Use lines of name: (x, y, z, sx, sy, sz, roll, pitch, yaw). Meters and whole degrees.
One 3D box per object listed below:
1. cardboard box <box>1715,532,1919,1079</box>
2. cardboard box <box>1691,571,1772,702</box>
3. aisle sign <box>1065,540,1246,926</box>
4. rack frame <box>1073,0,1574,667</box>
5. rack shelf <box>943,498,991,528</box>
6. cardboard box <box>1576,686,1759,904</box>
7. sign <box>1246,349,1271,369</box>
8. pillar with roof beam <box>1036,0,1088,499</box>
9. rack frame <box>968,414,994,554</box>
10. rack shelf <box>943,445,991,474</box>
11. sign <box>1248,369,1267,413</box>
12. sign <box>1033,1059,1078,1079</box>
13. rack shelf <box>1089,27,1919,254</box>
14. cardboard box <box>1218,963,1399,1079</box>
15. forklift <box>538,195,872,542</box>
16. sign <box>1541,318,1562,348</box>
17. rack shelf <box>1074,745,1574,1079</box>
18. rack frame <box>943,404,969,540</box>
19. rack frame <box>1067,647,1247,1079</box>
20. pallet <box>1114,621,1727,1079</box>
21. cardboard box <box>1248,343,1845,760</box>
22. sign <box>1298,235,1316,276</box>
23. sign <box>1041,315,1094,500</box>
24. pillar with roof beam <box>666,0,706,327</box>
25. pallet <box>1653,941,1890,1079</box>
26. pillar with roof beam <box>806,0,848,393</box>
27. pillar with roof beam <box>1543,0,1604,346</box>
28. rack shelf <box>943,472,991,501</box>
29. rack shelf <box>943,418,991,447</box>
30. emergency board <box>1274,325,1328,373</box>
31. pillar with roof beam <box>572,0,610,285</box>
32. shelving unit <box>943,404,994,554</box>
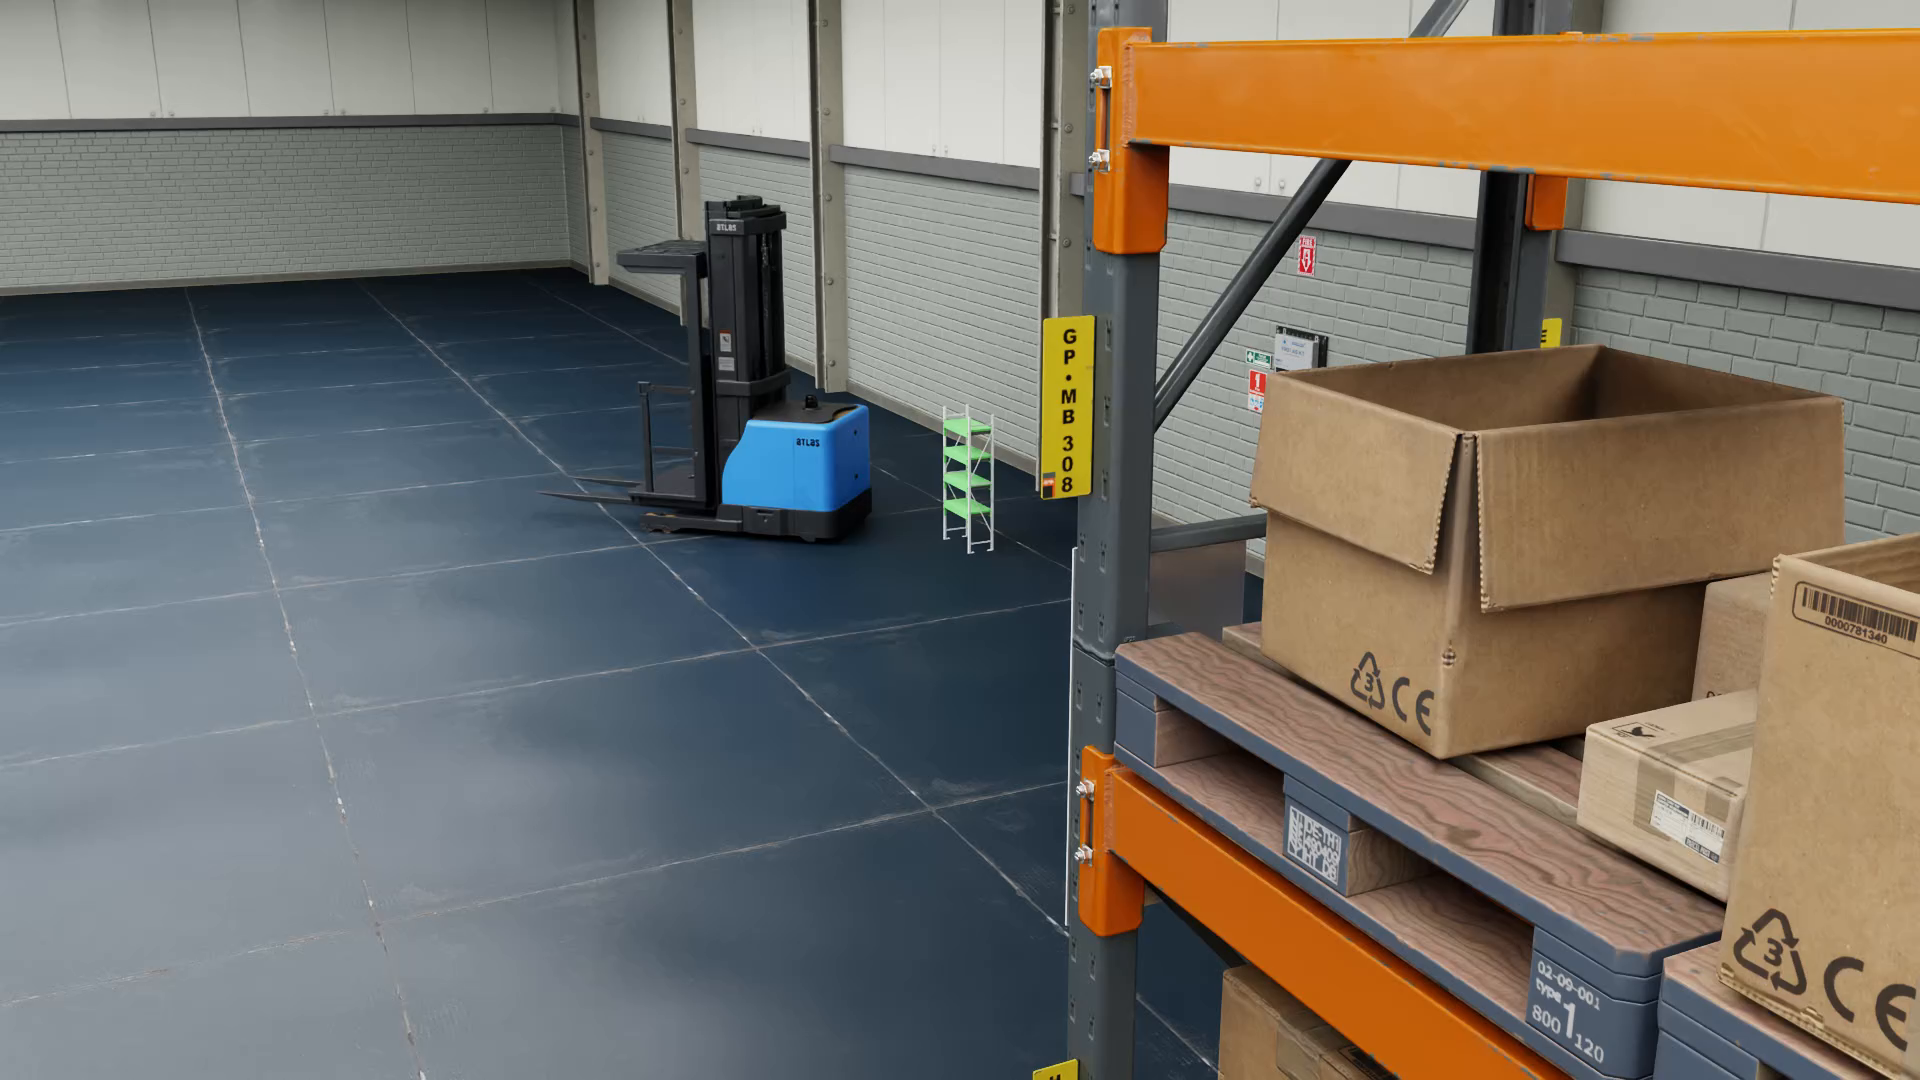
cardboard box: (1.175, 0.285, 1.685, 0.500, 0.500, 0.500, -8, 18, -25)
cardboard box: (1.435, 0.214, 2.385, 0.500, 0.250, 0.500, -8, 18, -25)
aisle sign: (0.389, 0.370, 3.309, 0.394, 0.787, 0.004, -8, 18, -25)
rack frame: (0.693, -1.284, 2.912, 1.000, 3.000, 0.127, -8, 18, -25)
rack shelf: (0.073, -0.244, 14.526, 0.258, 0.148, 0.480, -8, 18, -25)
cardboard box: (1.050, 0.322, 2.192, 0.380, 0.149, 0.250, -8, 18, -25)
sign: (2.397, -1.456, 13.359, 0.001, 0.109, 0.331, -8, 18, -25)
pillar with roof beam: (-2.898, -4.270, 13.316, 9.100, 9.000, 0.400, -8, 18, -25)
rack frame: (0.179, -0.475, 14.231, 0.240, 1.200, 0.015, -8, 18, -25)
rack shelf: (0.073, -0.705, 14.394, 0.258, 0.148, 0.480, -8, 18, -25)
sign: (2.402, -1.203, 13.440, 0.001, 0.329, 0.234, -8, 18, -25)
sign: (0.192, 1.211, 3.381, 0.100, 0.325, 0.005, -8, 18, -25)
rack shelf: (1.569, -0.250, 1.338, 1.077, 0.370, 4.000, -8, 18, -25)
cardboard box: (0.909, 1.058, 3.092, 0.700, 0.500, 0.500, -8, 18, -25)
forklift: (-2.392, -1.604, 15.028, 3.031, 2.935, 1.130, 5, 17, 16)
sign: (1.187, -0.292, 3.431, 0.100, 0.325, 0.005, -8, 18, -25)
rack shelf: (1.569, 0.999, 1.697, 1.077, 0.370, 4.000, -8, 18, -25)
rack frame: (-0.034, -0.596, 14.653, 0.240, 1.200, 0.015, -8, 18, -25)
rack frame: (0.693, 1.599, 3.739, 1.000, 3.000, 0.127, -8, 18, -25)
pallet: (0.980, 0.378, 2.716, 1.003, 0.211, 1.213, -8, 18, -25)
cardboard box: (0.941, -0.018, 2.736, 0.797, 0.503, 0.637, -6, 17, -21)
sign: (2.638, -2.165, 12.653, 0.001, 0.298, 0.199, -8, 18, -25)
sign: (0.192, -0.235, 2.966, 0.100, 0.325, 0.005, -8, 18, -25)
pillar with roof beam: (-8.155, -7.246, 23.685, 9.100, 9.000, 0.400, -8, 18, -25)
pallet: (1.518, 0.681, 1.660, 1.003, 0.211, 1.213, -8, 18, -25)
pillar with roof beam: (-5.527, -5.758, 18.501, 9.100, 9.000, 0.400, -8, 18, -25)
pillar with roof beam: (-0.270, -2.782, 8.132, 9.100, 9.000, 0.400, -8, 18, -25)
rack shelf: (0.073, -0.474, 14.460, 0.258, 0.148, 0.480, -8, 18, -25)
rack shelf: (0.073, -0.936, 14.327, 0.258, 0.148, 0.480, -8, 18, -25)
emergency board: (2.552, -1.036, 12.924, 0.194, 1.169, 0.643, -8, 18, -25)
pillar with roof beam: (-10.784, -8.733, 28.869, 9.100, 9.000, 0.400, -8, 18, -25)
shelving unit: (0.073, -0.536, 14.442, 0.258, 1.200, 0.503, -8, 18, -25)
